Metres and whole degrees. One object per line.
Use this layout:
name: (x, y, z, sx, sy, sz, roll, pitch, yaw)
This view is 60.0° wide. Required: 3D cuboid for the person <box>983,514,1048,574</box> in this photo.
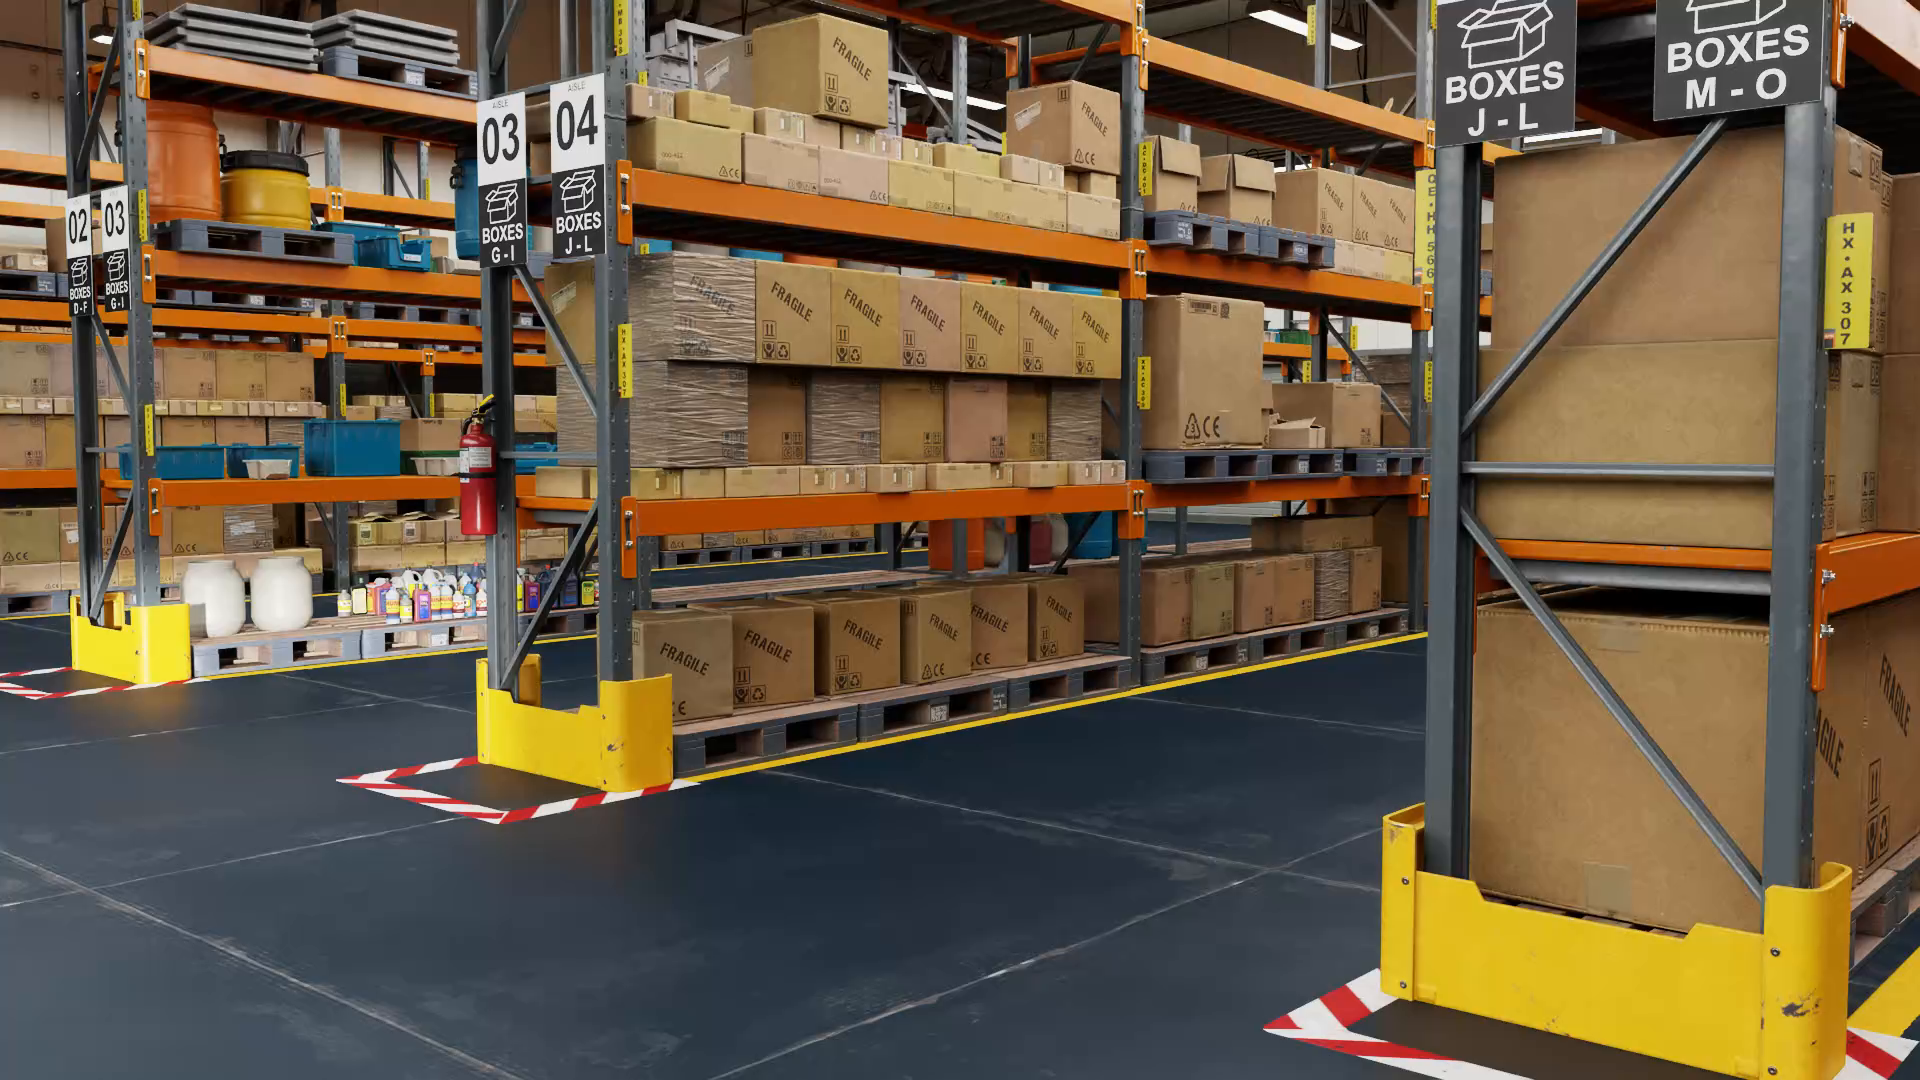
person: (0.510, -0.246, 15.357, 0.614, 1.772, 0.530, 3, 5, 43)
